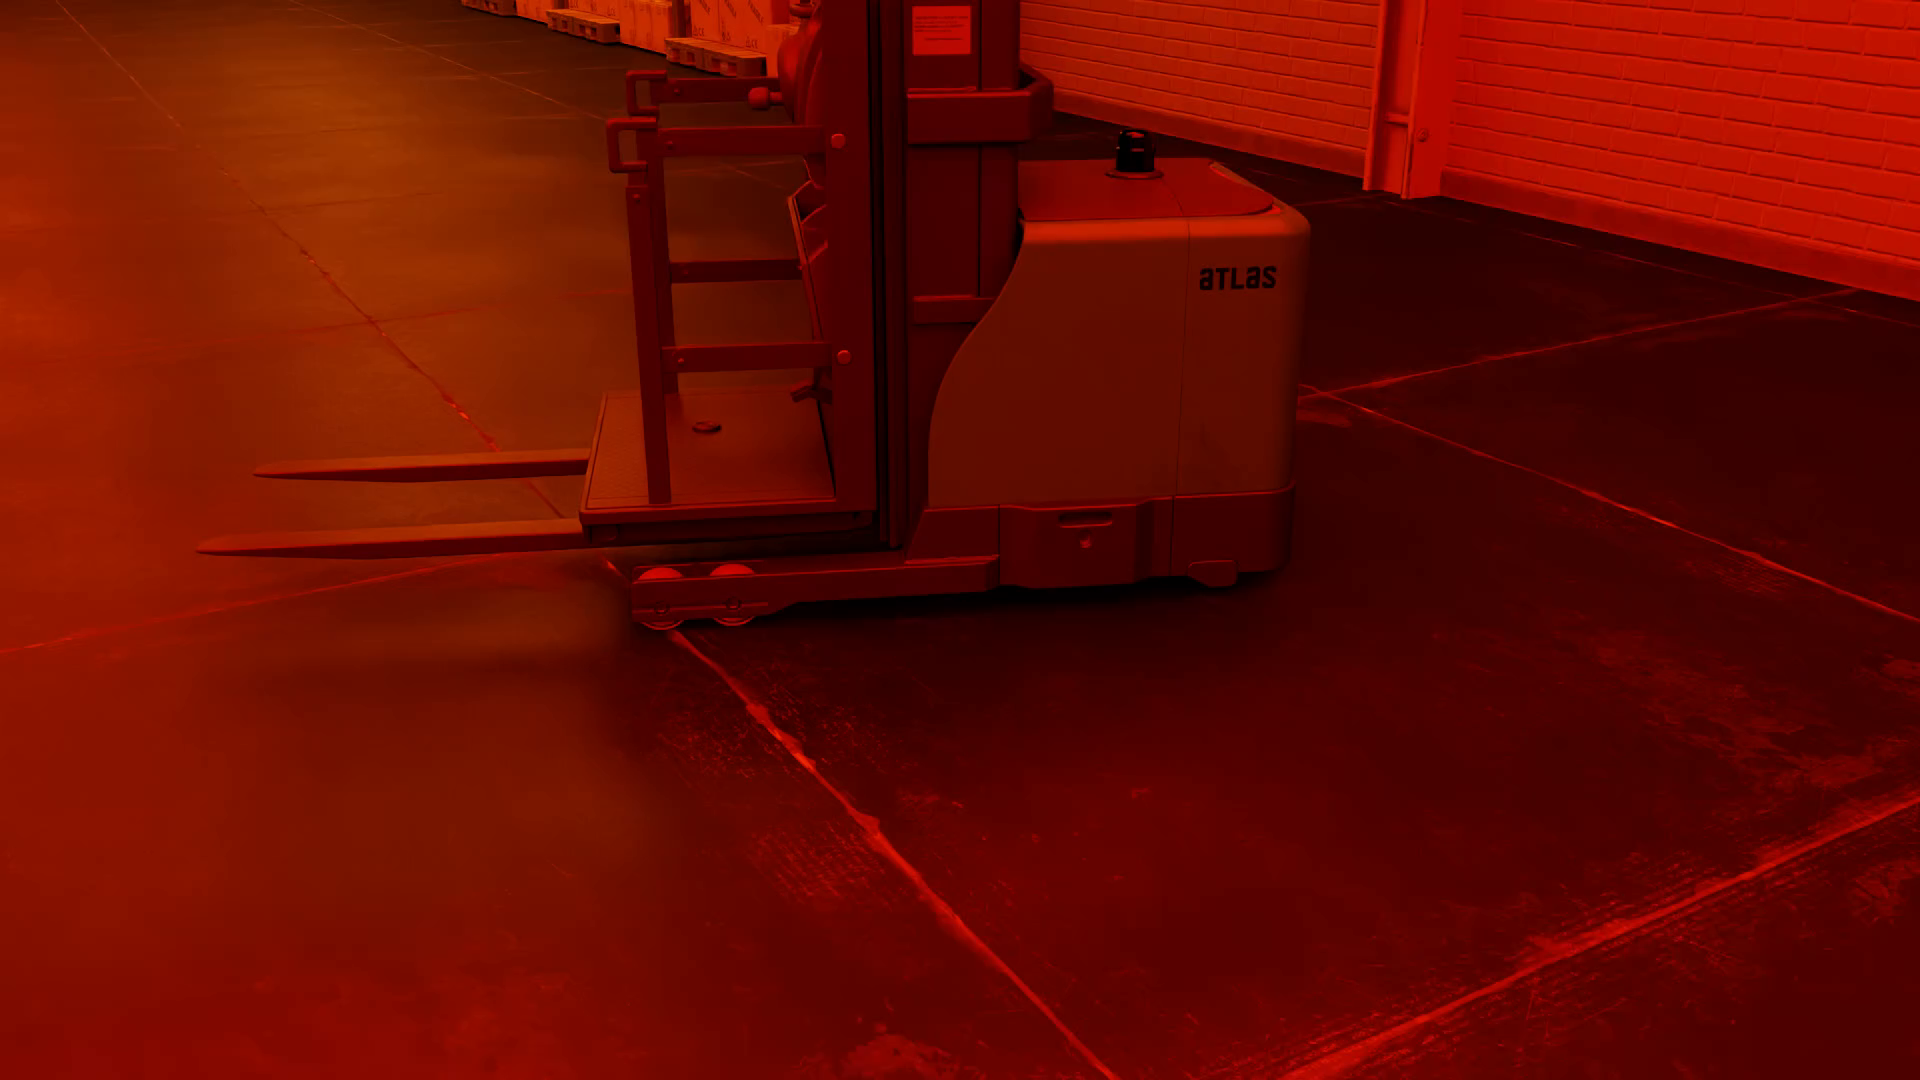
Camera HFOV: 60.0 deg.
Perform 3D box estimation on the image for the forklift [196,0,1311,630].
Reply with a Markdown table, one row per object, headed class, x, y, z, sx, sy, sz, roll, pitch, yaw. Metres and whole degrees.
| class | x | y | z | sx | sy | sz | roll | pitch | yaw |
| --- | --- | --- | --- | --- | --- | --- | --- | --- | --- |
| forklift | -0.604 | -1.324 | 4.501 | 3.031 | 2.935 | 1.130 | -3 | 22 | -7 |
